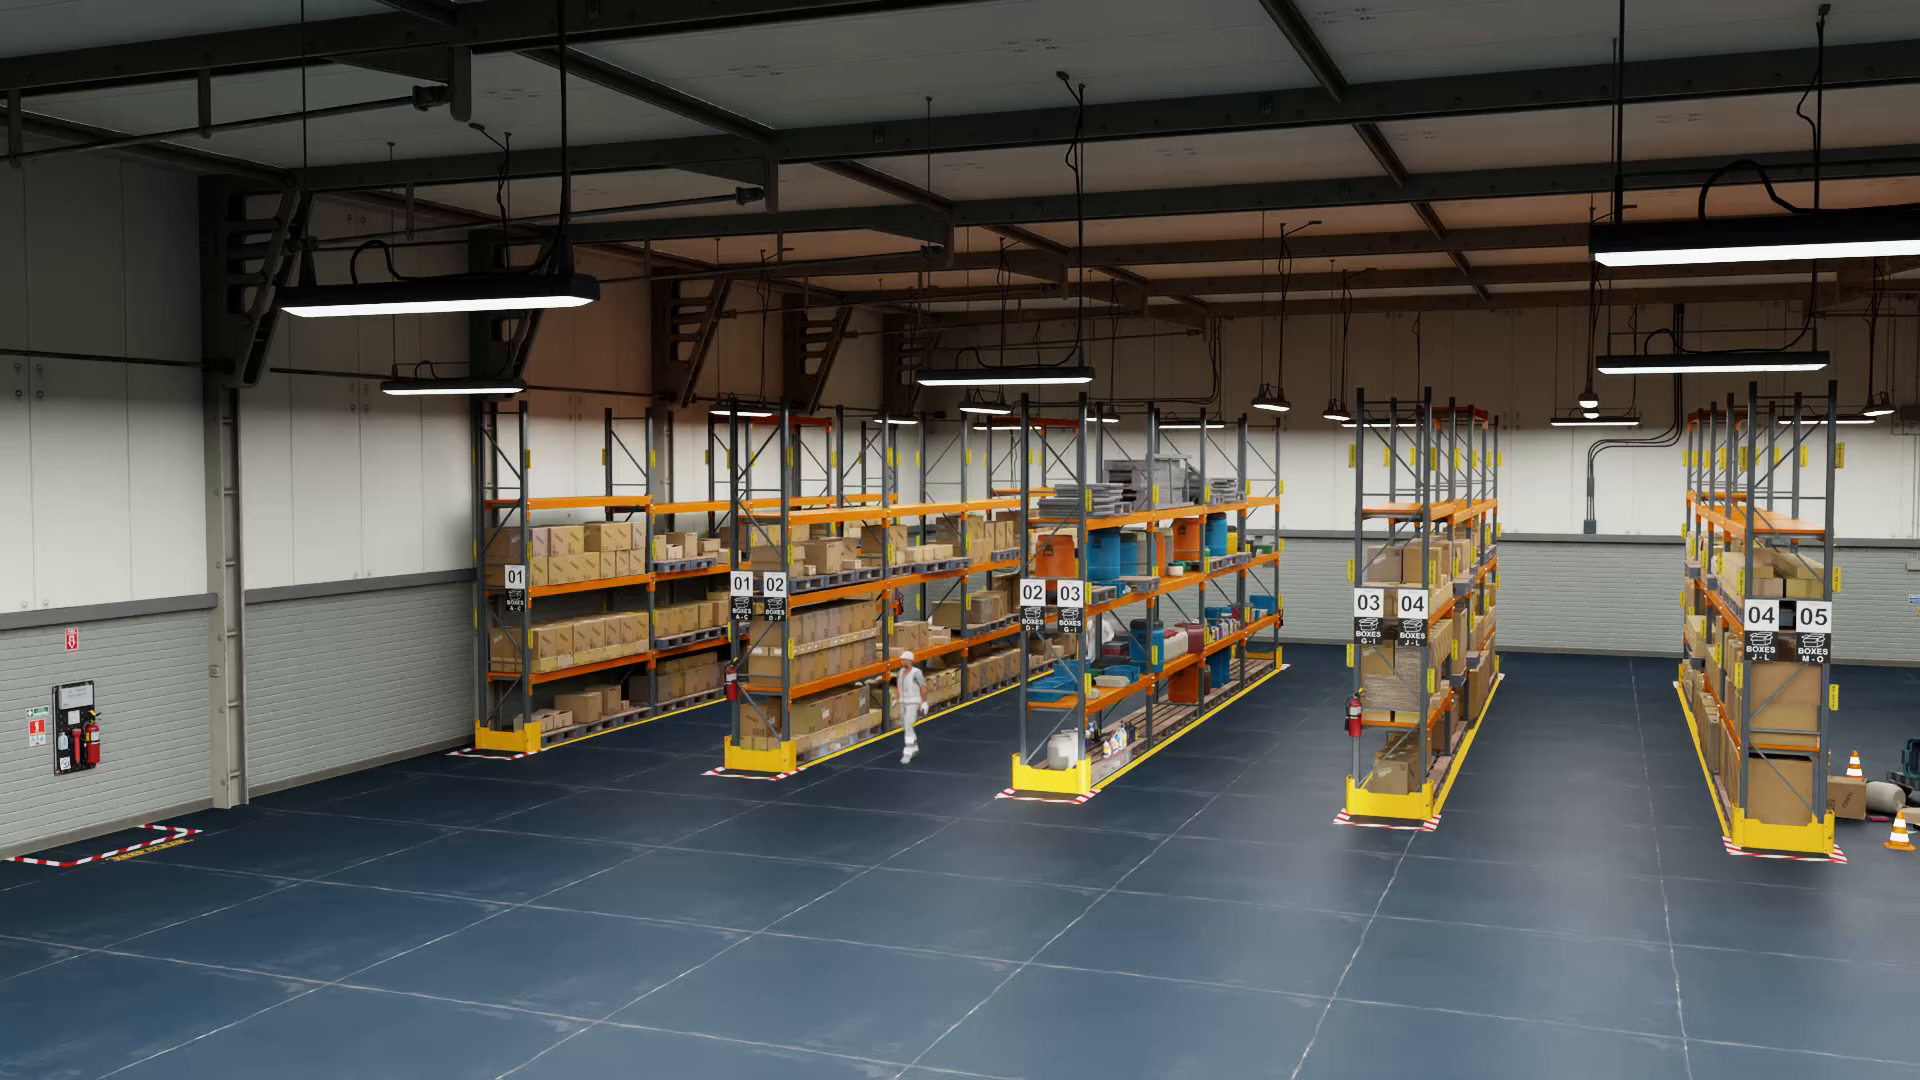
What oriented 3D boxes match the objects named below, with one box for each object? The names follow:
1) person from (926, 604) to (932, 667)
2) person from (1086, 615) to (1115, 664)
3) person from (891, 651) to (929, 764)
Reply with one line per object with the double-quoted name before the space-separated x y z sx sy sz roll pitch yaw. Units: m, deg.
"person" -0.570 2.290 38.549 0.502 1.633 1.033 1 3 18
"person" 3.063 2.380 36.731 0.752 1.690 0.650 1 3 28
"person" -0.909 2.763 27.732 0.673 1.798 0.607 -3 4 -43
